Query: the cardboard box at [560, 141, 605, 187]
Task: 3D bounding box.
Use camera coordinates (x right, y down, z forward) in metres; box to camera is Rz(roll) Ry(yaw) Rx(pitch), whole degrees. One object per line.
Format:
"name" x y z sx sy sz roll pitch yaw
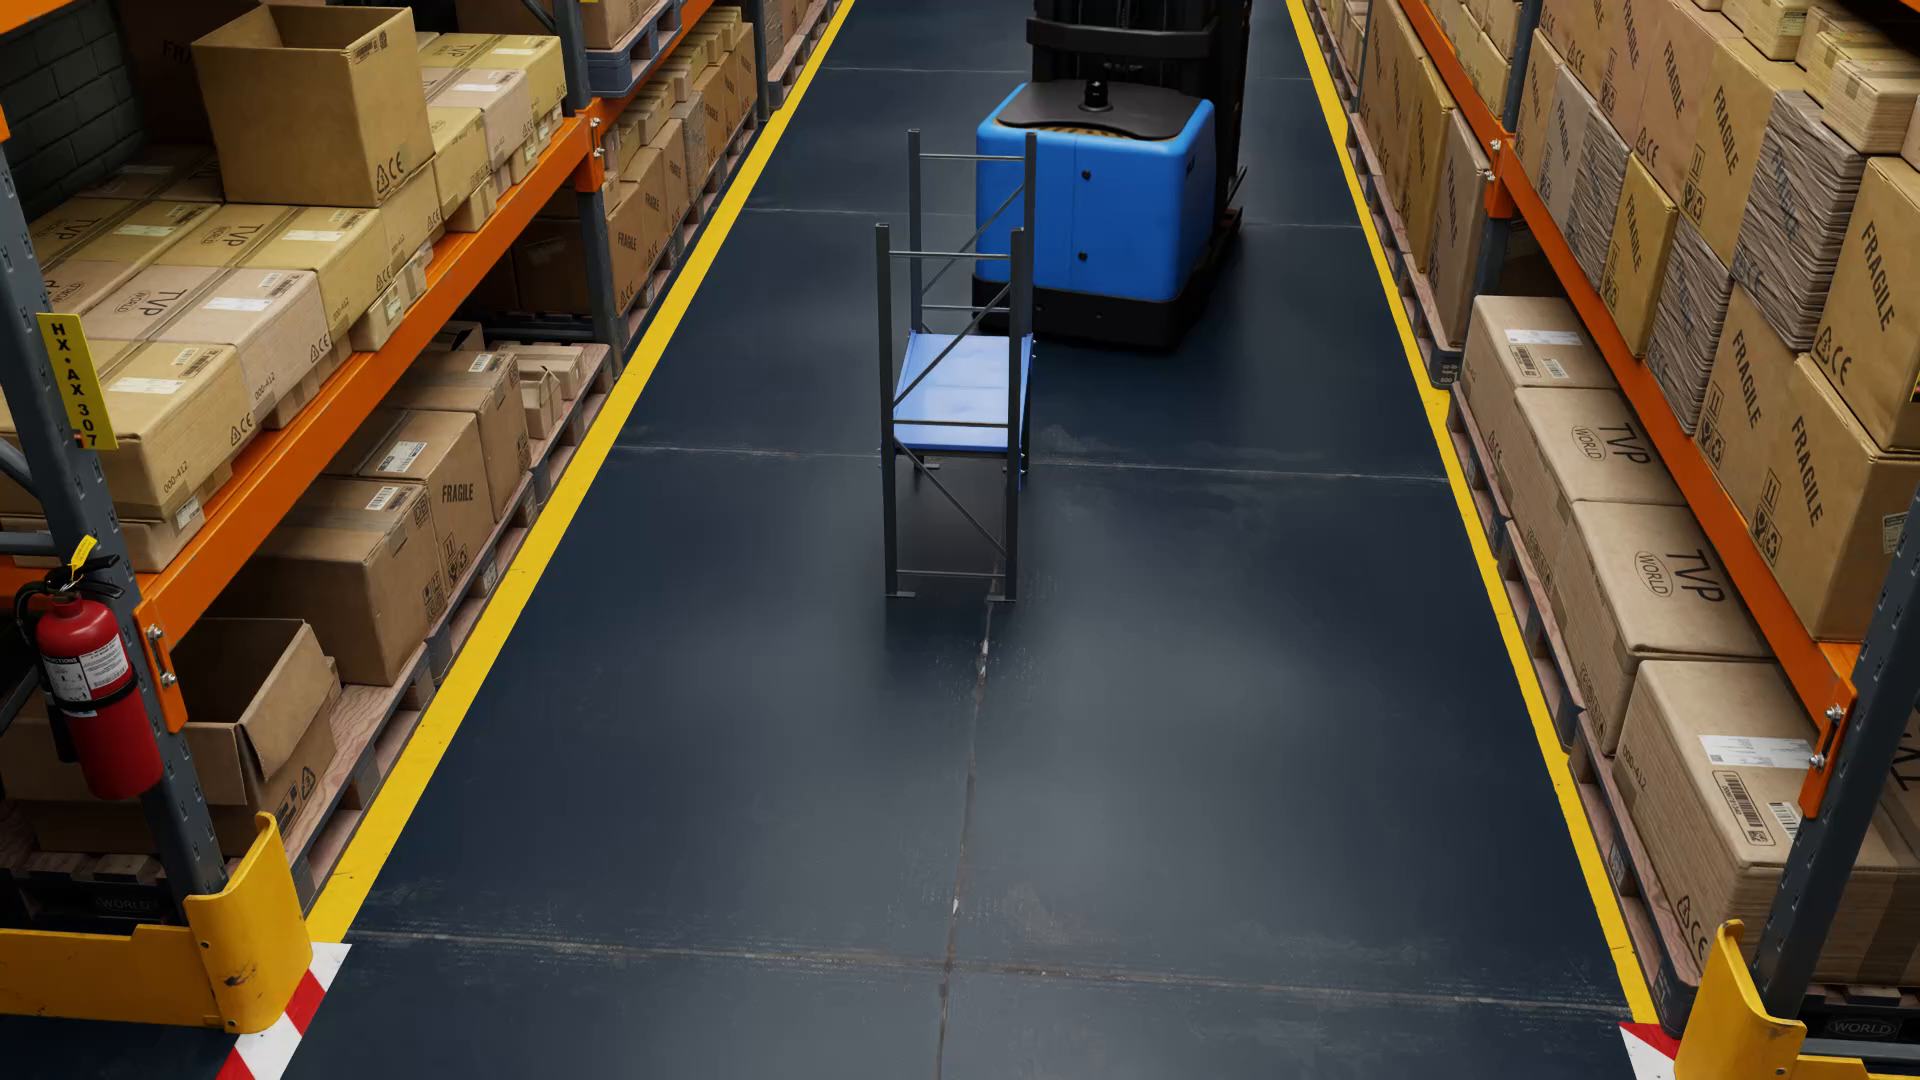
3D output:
"cardboard box" -1.904 -1.784 7.866 0.380 0.149 0.250 2 32 3

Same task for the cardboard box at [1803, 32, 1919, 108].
"cardboard box" 2.309 -1.129 4.056 0.380 0.149 0.250 3 32 5

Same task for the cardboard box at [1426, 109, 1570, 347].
"cardboard box" 2.780 -1.480 7.917 0.875 0.875 0.875 3 32 6

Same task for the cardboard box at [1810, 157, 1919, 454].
"cardboard box" 2.286 -0.517 3.681 0.500 0.500 0.500 3 32 6

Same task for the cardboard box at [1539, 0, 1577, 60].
"cardboard box" 2.529 -2.107 6.262 0.500 0.500 0.500 3 32 4

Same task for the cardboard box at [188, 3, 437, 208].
"cardboard box" -2.037 -1.388 5.288 0.500 0.500 0.500 3 32 5

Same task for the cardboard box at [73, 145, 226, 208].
"cardboard box" -2.560 -1.113 5.556 0.500 0.250 0.500 2 32 4

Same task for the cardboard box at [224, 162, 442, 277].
"cardboard box" -2.059 -1.082 5.506 0.500 0.250 0.500 2 32 3

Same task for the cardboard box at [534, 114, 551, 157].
"cardboard box" -1.912 -1.666 6.834 0.380 0.149 0.250 3 32 5

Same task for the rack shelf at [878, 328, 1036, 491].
"rack shelf" 0.007 -0.530 6.523 0.538 0.185 1.000 2 32 4

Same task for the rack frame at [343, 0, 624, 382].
"rack frame" -2.138 -2.088 7.279 1.000 3.000 0.127 2 32 4

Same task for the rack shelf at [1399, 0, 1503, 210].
"rack shelf" 2.972 -2.617 8.824 1.077 0.370 4.000 2 32 4

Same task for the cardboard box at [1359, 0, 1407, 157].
"cardboard box" 2.996 -2.886 10.199 0.875 0.875 0.875 2 32 4

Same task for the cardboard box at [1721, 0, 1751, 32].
"cardboard box" 2.403 -1.533 4.711 0.380 0.149 0.250 3 32 6

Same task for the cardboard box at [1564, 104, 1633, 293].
"cardboard box" 2.418 -1.163 5.683 0.500 0.500 0.500 3 32 4

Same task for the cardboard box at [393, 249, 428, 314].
"cardboard box" -2.008 -0.859 5.525 0.380 0.149 0.250 3 32 5

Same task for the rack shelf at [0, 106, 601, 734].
"rack shelf" -2.301 -0.736 5.770 1.077 0.370 4.000 2 32 4

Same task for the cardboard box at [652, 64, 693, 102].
"cardboard box" -1.736 -2.609 9.488 0.380 0.149 0.250 1 32 2

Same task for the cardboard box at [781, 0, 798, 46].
"cardboard box" -1.703 -4.015 12.269 0.875 0.625 0.625 3 32 6

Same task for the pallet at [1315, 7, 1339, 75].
"pallet" 3.302 -3.827 12.759 1.003 0.211 1.213 2 32 4

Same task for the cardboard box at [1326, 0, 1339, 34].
"cardboard box" 3.310 -4.107 12.660 0.950 0.372 0.625 3 32 6

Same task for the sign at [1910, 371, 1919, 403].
"sign" 1.944 -0.410 3.227 0.100 0.325 0.005 2 32 4

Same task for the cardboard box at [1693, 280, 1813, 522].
"cardboard box" 2.315 -0.354 4.370 0.500 0.500 0.500 2 32 3

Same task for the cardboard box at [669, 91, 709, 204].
"cardboard box" -1.748 -2.256 9.535 0.500 0.500 0.500 1 32 2

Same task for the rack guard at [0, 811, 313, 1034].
"rack guard" -2.458 1.028 4.605 1.175 0.500 0.348 2 32 4

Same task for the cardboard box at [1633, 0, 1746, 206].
"cardboard box" 2.385 -1.313 4.972 0.500 0.500 0.500 2 32 4

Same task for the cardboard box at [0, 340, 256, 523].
"cardboard box" -2.158 -0.285 4.212 0.500 0.250 0.500 3 32 4

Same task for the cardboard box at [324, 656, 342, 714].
"cardboard box" -2.246 0.502 5.393 0.380 0.149 0.250 1 32 2

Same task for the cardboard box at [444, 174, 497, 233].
"cardboard box" -1.950 -1.259 6.173 0.380 0.149 0.250 2 32 3

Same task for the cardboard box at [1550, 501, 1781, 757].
"cardboard box" 2.504 0.298 5.450 0.875 0.438 0.875 3 32 5

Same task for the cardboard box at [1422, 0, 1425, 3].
"cardboard box" 2.772 -3.117 9.092 0.500 0.250 0.500 3 32 6

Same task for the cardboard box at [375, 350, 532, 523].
"cardboard box" -2.127 -0.415 6.546 0.700 0.500 0.500 1 32 2

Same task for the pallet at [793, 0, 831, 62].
"pallet" -1.605 -4.057 13.132 1.003 0.211 1.213 2 32 4

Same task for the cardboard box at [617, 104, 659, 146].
"cardboard box" -1.823 -2.211 8.842 0.380 0.149 0.250 2 32 4

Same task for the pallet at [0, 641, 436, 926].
"pallet" -2.394 0.734 5.357 1.003 0.211 1.213 2 32 4

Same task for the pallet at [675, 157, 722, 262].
"pallet" -2.013 -1.967 9.741 1.003 0.211 1.213 2 32 4

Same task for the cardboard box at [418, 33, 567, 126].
"cardboard box" -1.937 -1.874 6.791 0.500 0.250 0.500 3 32 5

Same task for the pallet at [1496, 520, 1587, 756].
"pallet" 2.573 0.343 5.992 1.003 0.211 1.213 2 32 4

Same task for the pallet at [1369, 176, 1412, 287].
"pallet" 2.894 -1.737 9.367 1.003 0.211 1.213 2 32 4

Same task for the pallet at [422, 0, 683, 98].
"pallet" -1.964 -2.419 8.000 1.003 0.211 1.213 2 32 4

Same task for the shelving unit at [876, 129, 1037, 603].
"shelving unit" 0.007 -0.683 6.429 0.538 1.500 1.048 2 32 4

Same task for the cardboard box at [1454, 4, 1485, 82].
"cardboard box" 2.637 -2.325 7.807 0.500 0.250 0.500 2 32 3

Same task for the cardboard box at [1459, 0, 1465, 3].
"cardboard box" 2.672 -2.800 8.102 0.500 0.250 0.500 3 32 5

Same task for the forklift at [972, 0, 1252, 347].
"forklift" 0.995 -2.957 8.754 1.130 2.935 3.031 9 33 15

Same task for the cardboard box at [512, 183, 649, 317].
"cardboard box" -1.875 -1.446 8.219 0.500 0.500 0.500 4 32 6

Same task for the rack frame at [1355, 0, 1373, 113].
"rack frame" 3.135 -3.969 10.332 1.000 3.000 0.127 2 32 4

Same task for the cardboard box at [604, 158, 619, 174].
"cardboard box" -1.898 -1.803 8.180 0.380 0.149 0.250 2 32 3

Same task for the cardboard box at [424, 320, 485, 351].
"cardboard box" -2.428 -0.787 7.330 0.500 0.311 0.500 4 32 6

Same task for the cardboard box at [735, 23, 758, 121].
"cardboard box" -1.633 -3.064 10.845 0.500 0.500 0.500 3 32 5

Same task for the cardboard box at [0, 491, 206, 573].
"cardboard box" -2.164 -0.049 4.211 0.380 0.149 0.250 2 32 4

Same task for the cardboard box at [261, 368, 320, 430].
"cardboard box" -2.121 -0.453 4.865 0.380 0.149 0.250 3 32 6

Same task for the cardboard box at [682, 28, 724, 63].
"cardboard box" -1.657 -3.021 10.157 0.380 0.149 0.250 1 32 2
